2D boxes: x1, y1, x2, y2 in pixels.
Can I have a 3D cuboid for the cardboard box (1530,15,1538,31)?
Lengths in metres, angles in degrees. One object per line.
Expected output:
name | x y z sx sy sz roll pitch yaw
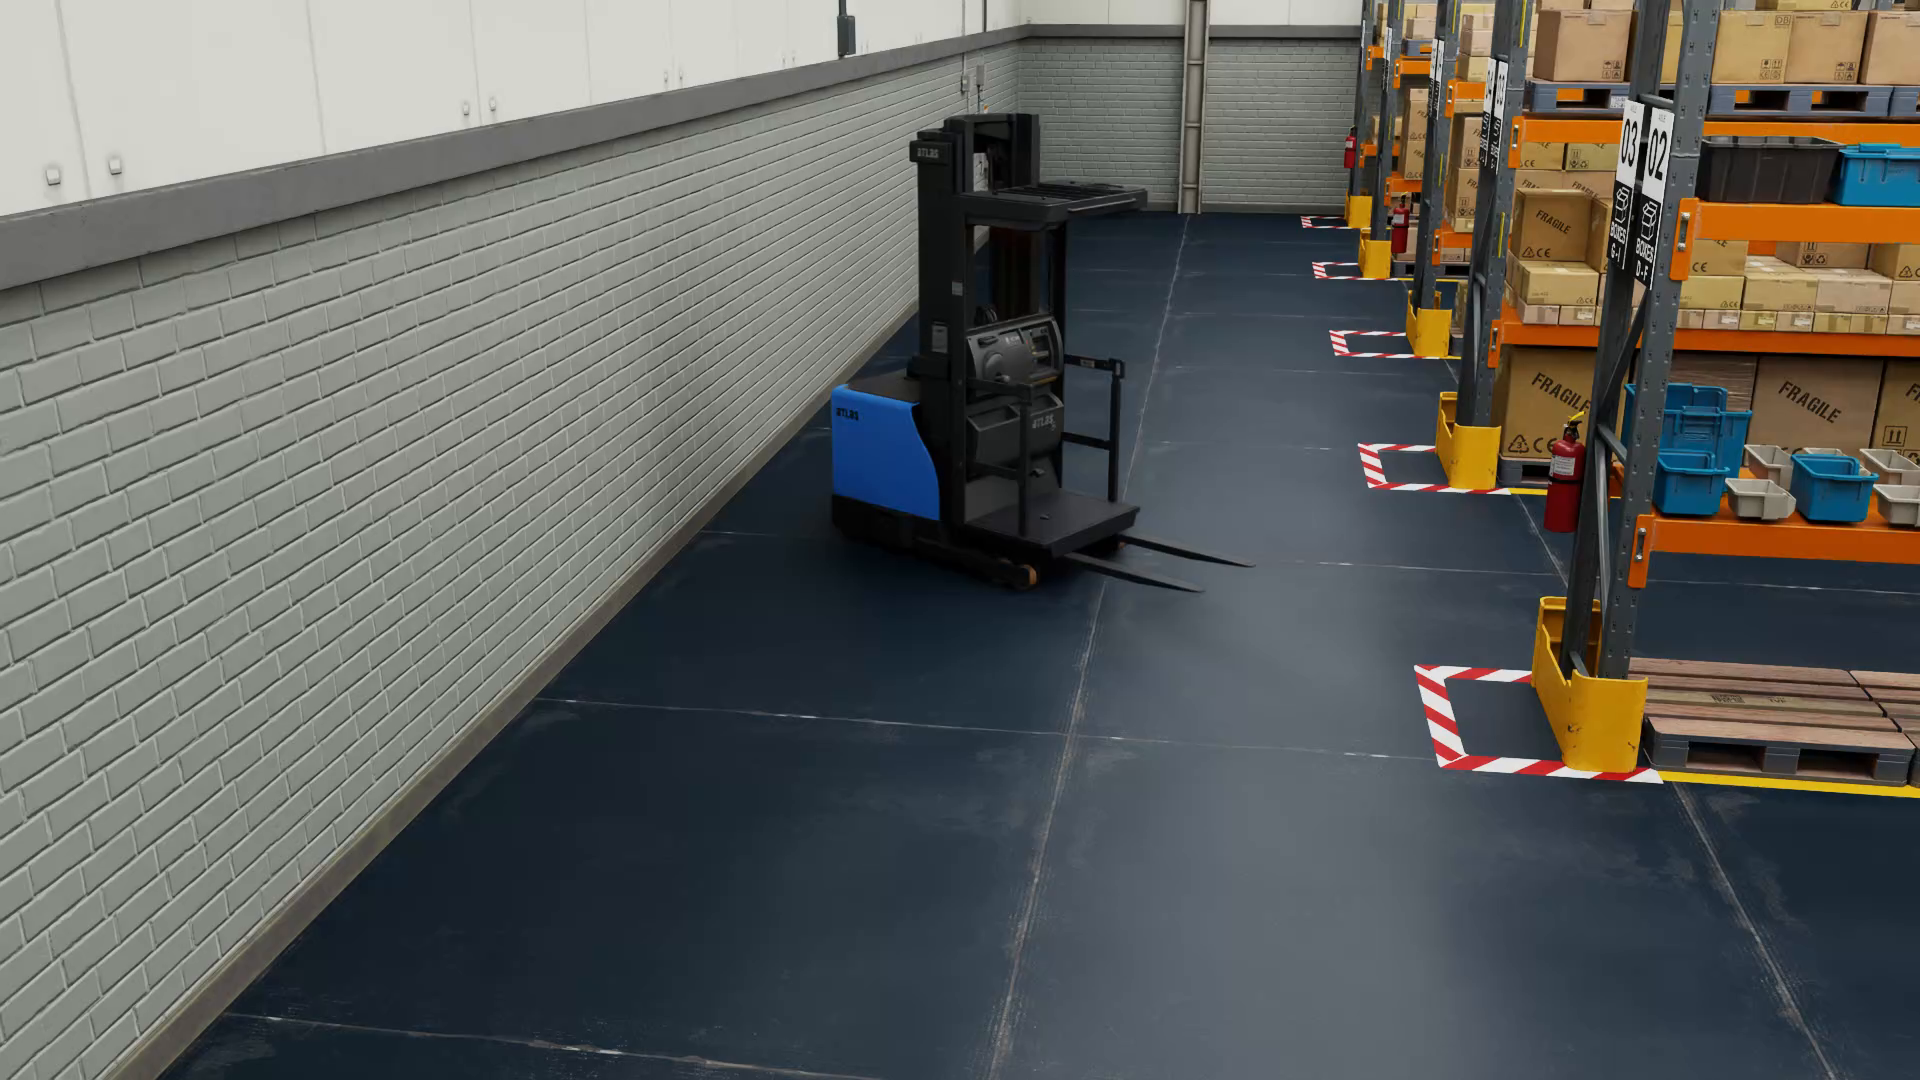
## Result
cardboard box | 5.795 -5.181 16.654 0.250 0.149 0.380 3 19 9

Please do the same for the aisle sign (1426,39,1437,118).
aisle sign | 4.982 -4.877 17.554 0.004 0.787 0.394 3 19 9

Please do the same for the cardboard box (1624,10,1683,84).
cardboard box | 5.178 -3.638 12.246 0.500 0.500 0.700 2 19 7

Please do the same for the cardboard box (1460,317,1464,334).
cardboard box | 5.473 -2.267 17.682 0.250 0.149 0.380 3 19 10

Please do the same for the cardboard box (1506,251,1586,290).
cardboard box | 4.640 -2.126 13.198 0.500 0.250 0.500 3 19 8

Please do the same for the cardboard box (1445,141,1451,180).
cardboard box | 6.624 -5.019 21.918 0.500 0.500 0.500 3 19 8

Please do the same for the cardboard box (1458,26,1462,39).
cardboard box | 6.577 -6.662 21.834 0.250 0.149 0.380 1 19 4

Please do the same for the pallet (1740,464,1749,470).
pallet | 6.123 -0.597 13.255 1.213 0.211 1.003 3 19 9

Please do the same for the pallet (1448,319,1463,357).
pallet | 5.878 -2.168 17.950 1.213 0.211 1.003 3 19 9

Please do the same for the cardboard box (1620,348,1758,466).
cardboard box | 5.663 -1.136 13.158 0.875 0.875 0.875 3 19 9

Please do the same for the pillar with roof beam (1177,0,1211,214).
pillar with roof beam | 3.273 -8.572 23.239 0.400 9.000 9.100 3 19 9

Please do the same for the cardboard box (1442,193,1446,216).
cardboard box | 7.902 -5.555 26.957 0.500 0.500 0.700 4 19 11

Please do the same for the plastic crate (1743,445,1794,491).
plastic crate | 4.168 -0.365 8.487 0.243 0.136 0.396 3 19 9

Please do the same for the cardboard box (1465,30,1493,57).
cardboard box | 5.408 -5.031 16.832 0.500 0.250 0.500 3 19 10

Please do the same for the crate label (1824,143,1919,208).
crate label | 4.194 -1.650 7.514 0.502 0.251 0.408 3 19 9

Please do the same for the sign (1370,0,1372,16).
sign | 6.389 -8.324 25.850 0.005 0.325 0.100 3 19 9

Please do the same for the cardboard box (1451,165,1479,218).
cardboard box | 5.406 -3.626 17.285 0.500 0.500 0.500 4 19 11

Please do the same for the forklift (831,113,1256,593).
forklift | 0.529 -1.252 10.926 3.031 2.935 1.130 15 24 38

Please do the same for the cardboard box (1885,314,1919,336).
cardboard box | 6.955 -1.629 12.339 0.250 0.149 0.380 3 19 10

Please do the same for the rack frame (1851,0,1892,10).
rack frame | 8.956 -6.190 16.121 0.127 3.000 1.000 3 19 9

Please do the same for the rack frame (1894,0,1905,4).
rack frame | 14.374 -9.100 24.817 0.127 3.000 1.000 3 19 9

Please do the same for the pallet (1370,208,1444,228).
pallet | 7.338 -5.291 27.285 1.213 0.211 1.003 3 19 9

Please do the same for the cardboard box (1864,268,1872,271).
cardboard box | 7.157 -1.998 12.816 0.500 0.250 0.500 3 19 8

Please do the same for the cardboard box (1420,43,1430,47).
cardboard box | 7.267 -7.849 26.201 0.250 0.149 0.380 3 19 9

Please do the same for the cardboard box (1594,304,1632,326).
cardboard box | 4.924 -1.732 12.648 0.250 0.149 0.380 2 19 7

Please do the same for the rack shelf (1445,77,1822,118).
rack shelf | 6.981 -4.527 17.012 4.000 0.370 1.077 3 19 9

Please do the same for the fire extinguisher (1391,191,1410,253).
fire extinguisher | 4.831 -3.490 18.216 0.183 0.674 0.296 3 19 9

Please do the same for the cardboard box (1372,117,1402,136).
cardboard box | 6.881 -6.620 26.629 0.500 0.250 0.500 3 19 9

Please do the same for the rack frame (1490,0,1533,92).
rack frame | 4.120 -4.842 12.094 0.127 3.000 1.000 3 19 9

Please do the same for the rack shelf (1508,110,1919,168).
rack shelf | 6.095 -2.978 12.383 4.000 0.370 1.077 3 19 9

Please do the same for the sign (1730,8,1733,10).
sign | 9.555 -6.432 20.632 0.005 0.325 0.100 3 19 9

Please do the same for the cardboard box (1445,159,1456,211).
cardboard box | 5.491 -3.793 17.785 0.500 0.500 0.500 3 19 10

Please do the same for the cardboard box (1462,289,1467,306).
cardboard box | 5.470 -2.543 17.569 0.250 0.149 0.380 2 19 6

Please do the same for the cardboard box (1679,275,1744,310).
cardboard box | 5.561 -1.908 12.546 0.500 0.250 0.500 2 19 7

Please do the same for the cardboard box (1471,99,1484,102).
cardboard box | 6.770 -5.779 21.593 0.250 0.149 0.380 2 19 7

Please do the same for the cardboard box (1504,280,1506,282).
cardboard box | 6.084 -2.724 18.112 0.250 0.149 0.380 3 19 7

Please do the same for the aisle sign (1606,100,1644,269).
aisle sign | 3.310 -1.774 8.281 0.004 0.787 0.394 3 19 9

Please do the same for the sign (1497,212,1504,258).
sign | 4.026 -2.272 12.377 0.005 0.325 0.100 3 19 9

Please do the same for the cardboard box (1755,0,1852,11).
cardboard box | 6.113 -3.965 12.039 0.500 0.250 0.500 2 19 7

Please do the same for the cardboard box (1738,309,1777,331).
cardboard box | 5.937 -1.680 12.493 0.250 0.149 0.380 2 19 7

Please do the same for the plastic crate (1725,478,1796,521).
plastic crate | 3.829 -0.192 7.969 0.298 0.136 0.250 3 19 9

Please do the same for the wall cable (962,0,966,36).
wall cable | 0.031 -8.145 21.964 0.029 3.000 0.463 3 19 9

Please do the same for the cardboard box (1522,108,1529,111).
cardboard box | 7.141 -5.463 21.670 0.500 0.500 0.500 3 19 8

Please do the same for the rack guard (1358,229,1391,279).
rack guard | 5.668 -3.918 22.725 0.348 0.500 1.175 3 19 9

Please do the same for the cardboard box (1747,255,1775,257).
cardboard box | 10.266 -4.086 21.975 0.875 0.875 0.875 4 19 10

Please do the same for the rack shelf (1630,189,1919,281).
rack shelf | 5.309 -1.426 7.745 4.000 0.370 1.077 3 19 9

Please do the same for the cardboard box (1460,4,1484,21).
cardboard box | 7.871 -8.233 25.935 0.500 0.250 0.500 3 19 8

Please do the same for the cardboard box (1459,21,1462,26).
cardboard box | 7.879 -7.993 26.005 0.500 0.250 0.500 2 19 7

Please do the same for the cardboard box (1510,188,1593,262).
cardboard box | 4.643 -2.481 13.076 0.500 0.500 0.500 3 19 9

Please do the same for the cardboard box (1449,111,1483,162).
cardboard box | 5.498 -4.264 17.617 0.500 0.500 0.500 3 19 8
